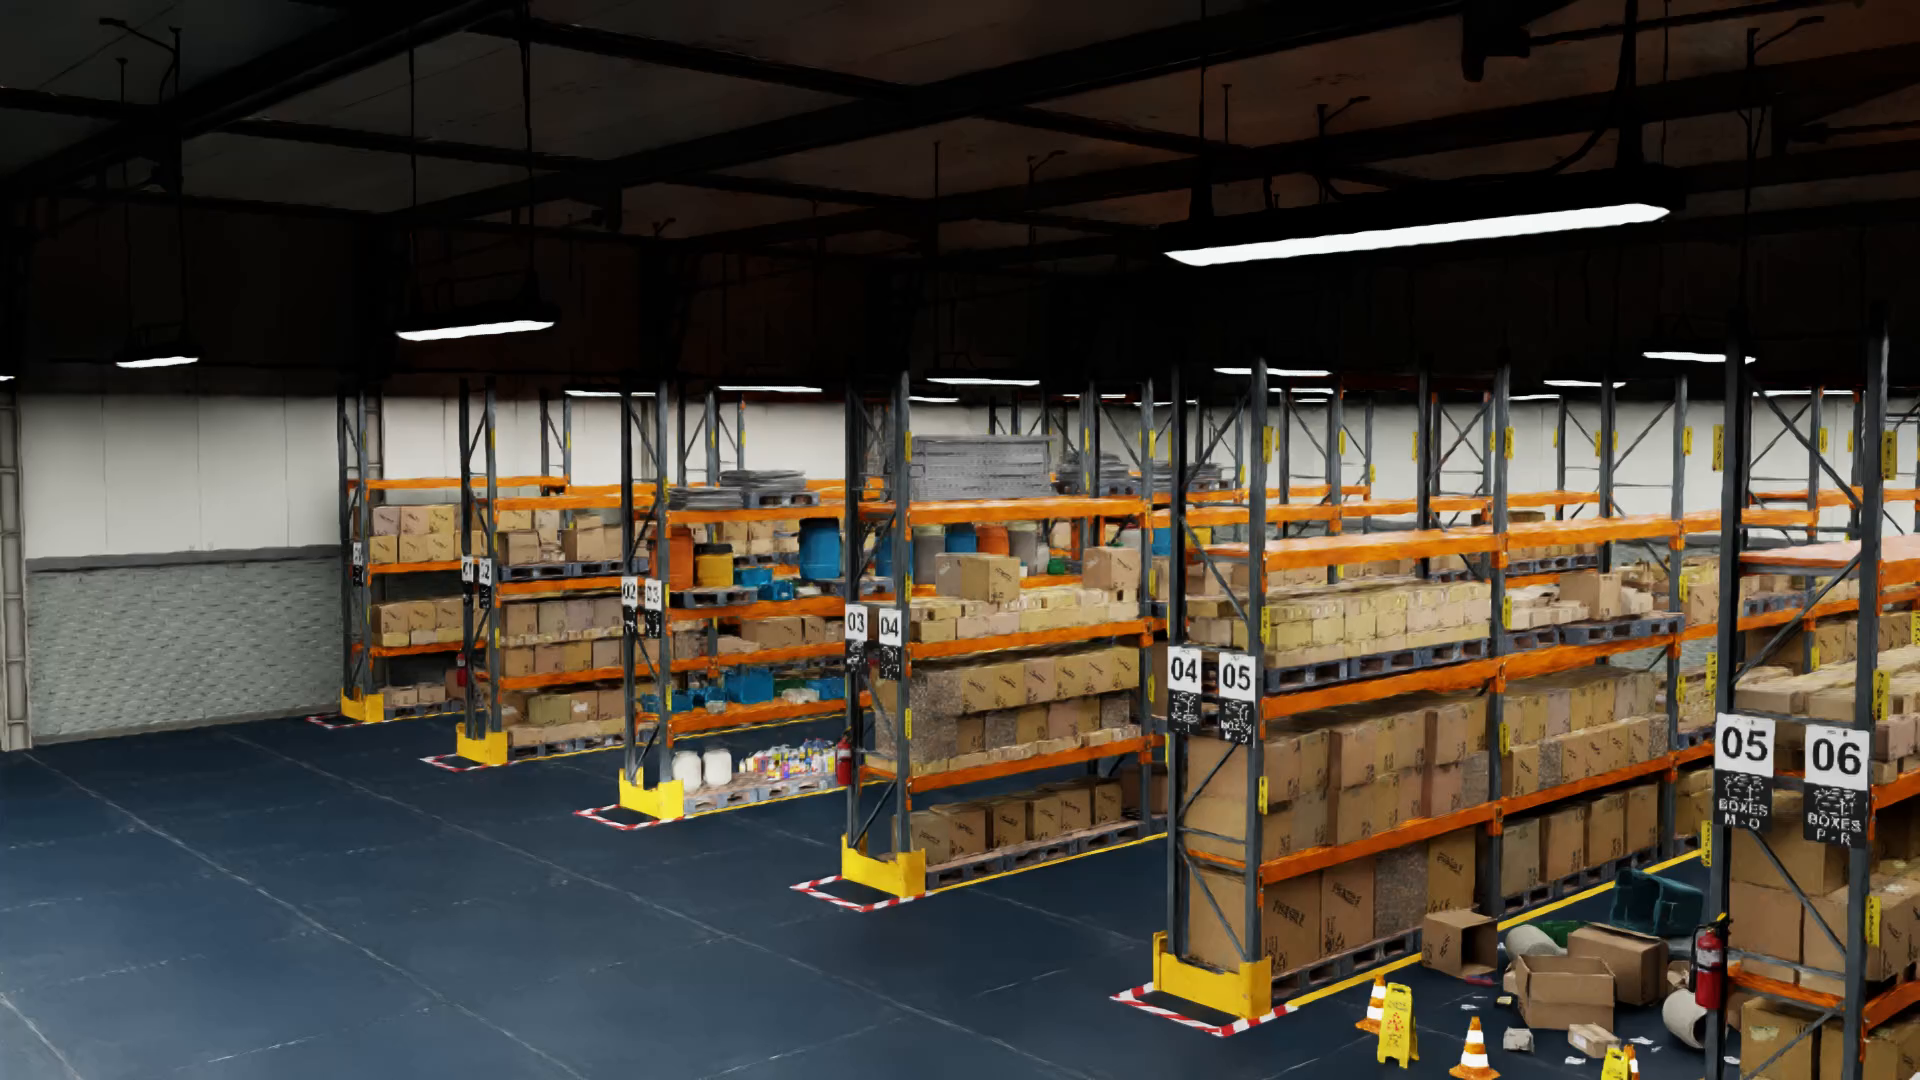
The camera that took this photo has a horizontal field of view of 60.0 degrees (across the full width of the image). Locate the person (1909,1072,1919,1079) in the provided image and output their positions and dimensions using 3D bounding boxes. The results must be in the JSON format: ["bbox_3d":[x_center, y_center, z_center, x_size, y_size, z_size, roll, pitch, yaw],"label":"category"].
[{"bbox_3d":[5.732,3.677,9.524,0.546,1.734,0.729,-4,5,-43],"label":"person"}]
